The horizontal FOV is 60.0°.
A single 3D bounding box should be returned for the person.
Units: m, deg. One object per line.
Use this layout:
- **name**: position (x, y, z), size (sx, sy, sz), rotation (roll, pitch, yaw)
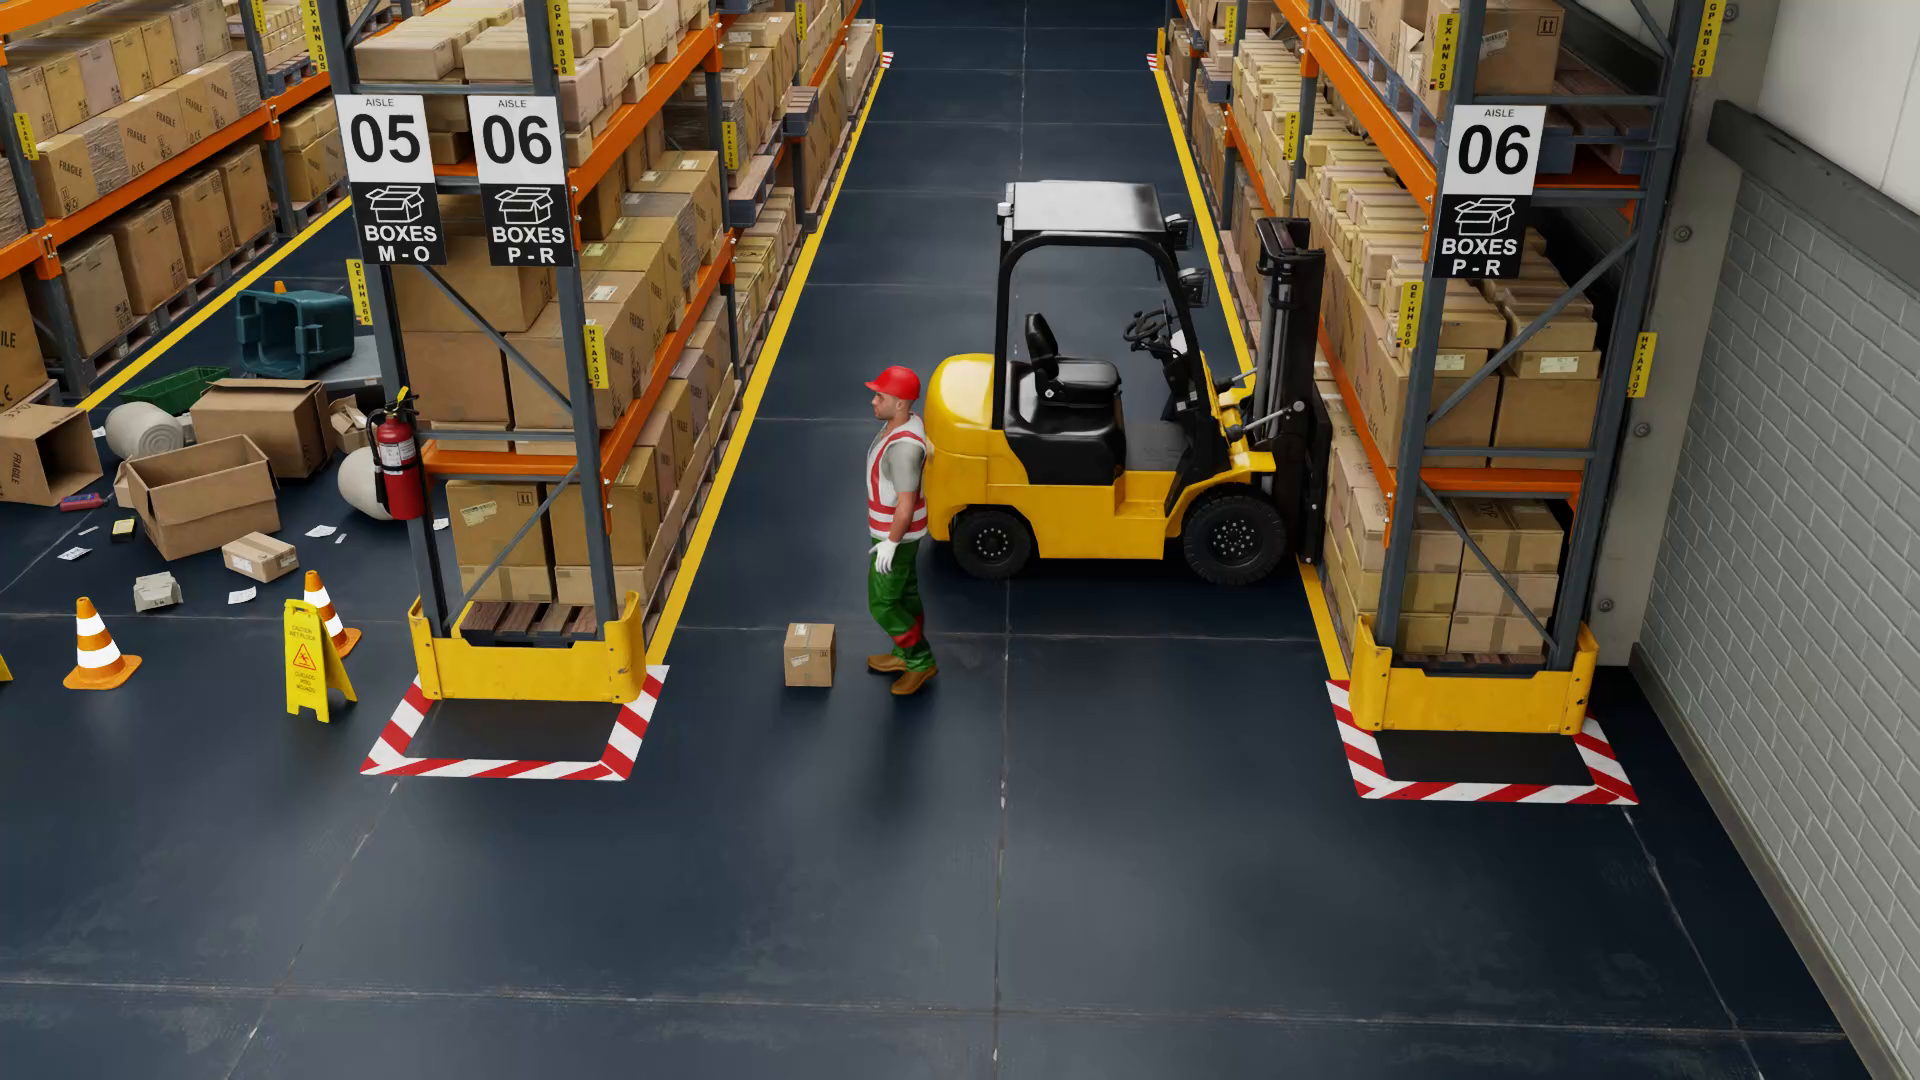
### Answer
- **person**: position (-0.314, -0.060, 8.672), size (0.390, 1.790, 0.560), rotation (-1, 28, -2)
